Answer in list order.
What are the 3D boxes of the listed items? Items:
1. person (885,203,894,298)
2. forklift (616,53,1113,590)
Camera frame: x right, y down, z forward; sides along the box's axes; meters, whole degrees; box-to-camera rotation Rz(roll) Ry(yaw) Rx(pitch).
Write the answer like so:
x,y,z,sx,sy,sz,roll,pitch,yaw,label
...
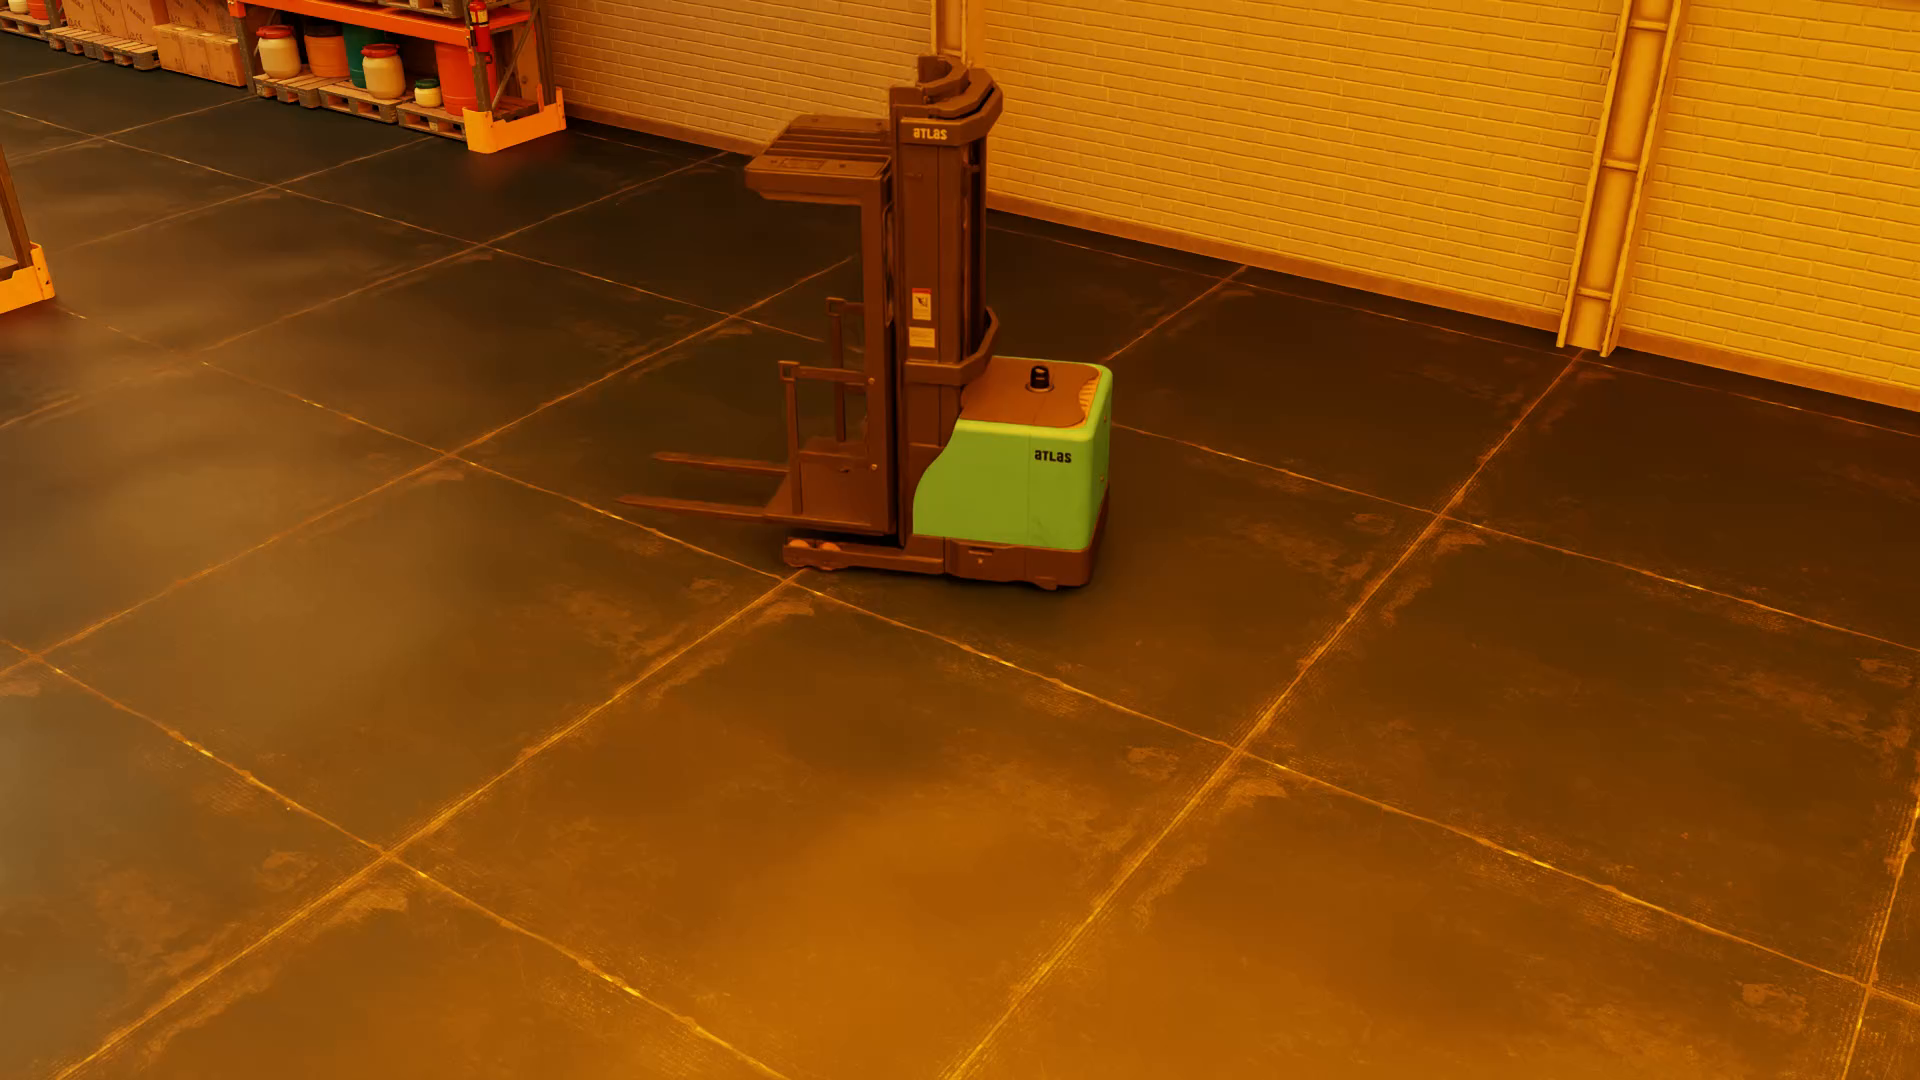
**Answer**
x,y,z,sx,sy,sz,roll,pitch,yaw,label
-0.379,-2.549,13.331,0.812,1.632,0.409,6,31,10,person
-0.620,-1.332,9.876,3.031,2.935,1.130,6,31,10,forklift
